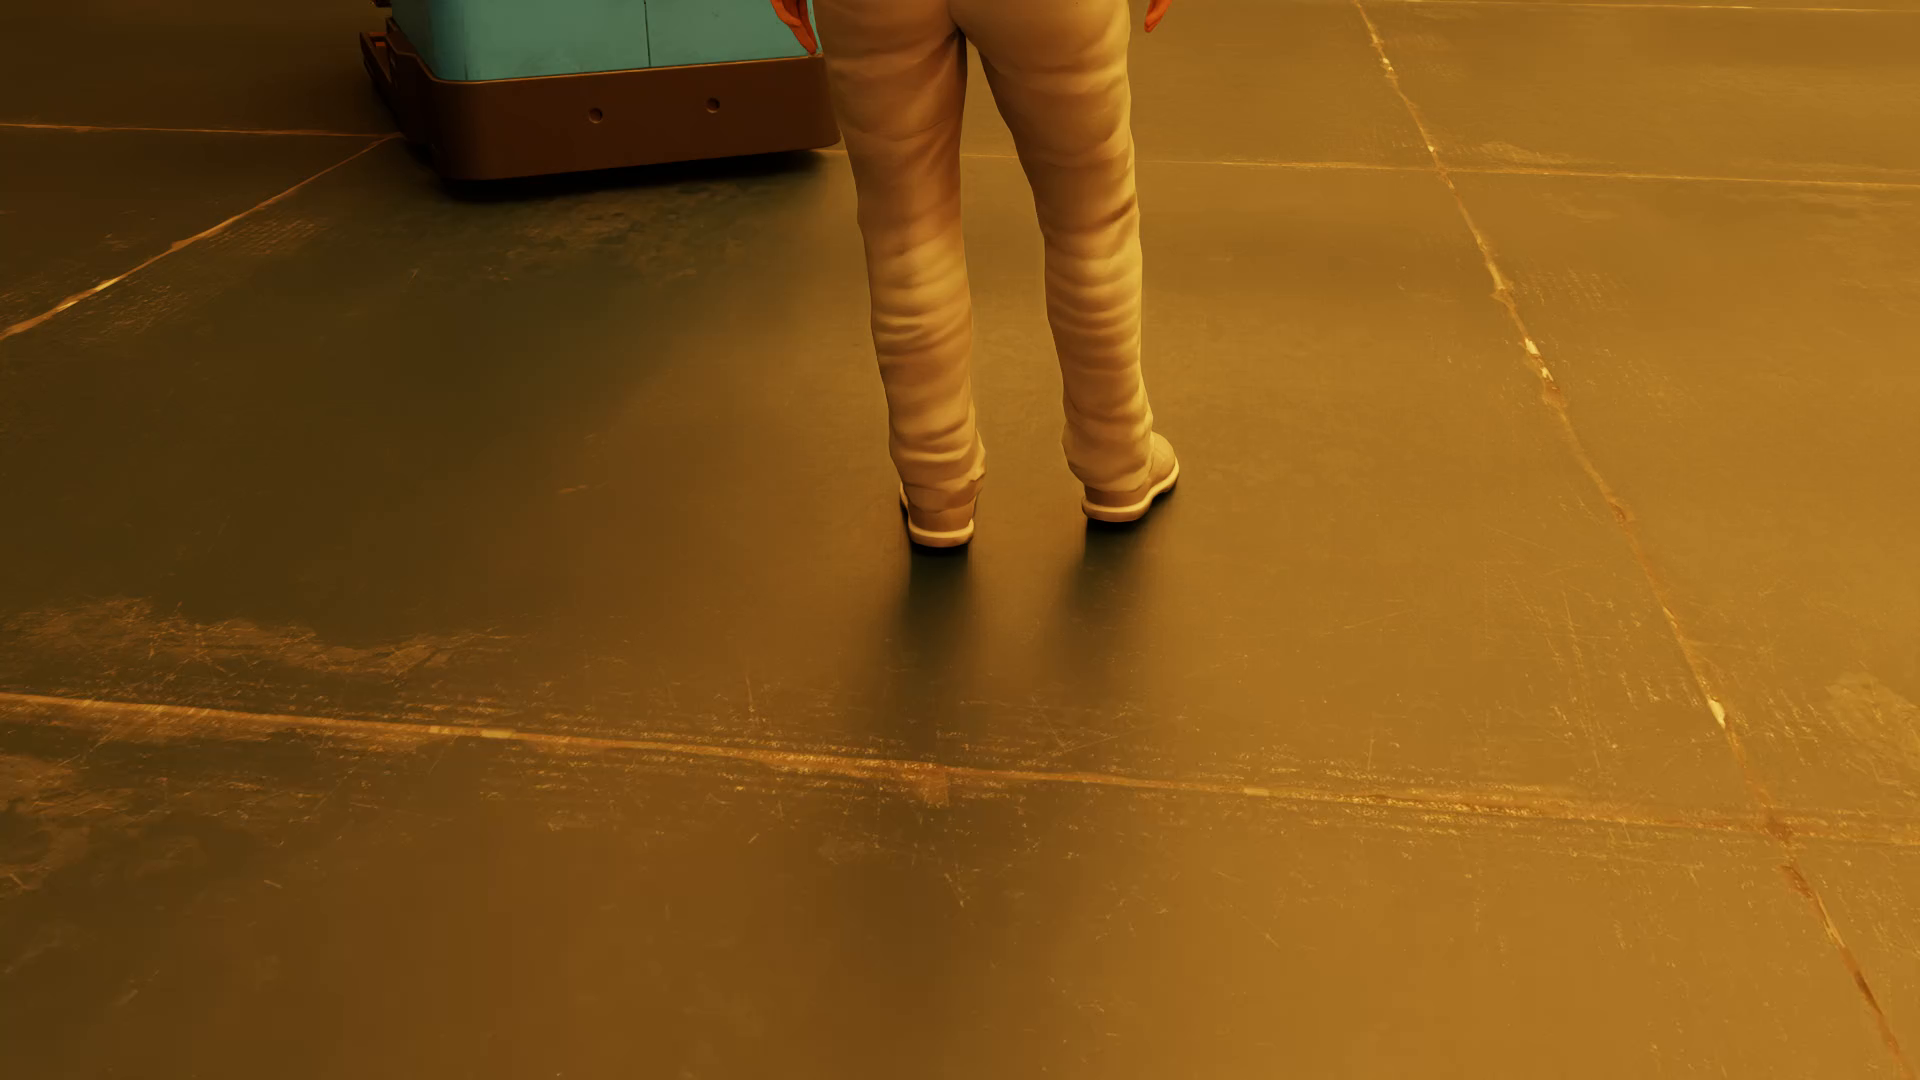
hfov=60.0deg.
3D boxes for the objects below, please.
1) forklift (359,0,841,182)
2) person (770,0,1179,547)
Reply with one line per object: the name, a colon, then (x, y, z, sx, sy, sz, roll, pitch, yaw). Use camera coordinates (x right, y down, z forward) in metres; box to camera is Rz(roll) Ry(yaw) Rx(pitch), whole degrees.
forklift: (-1.366, -2.836, 4.902, 1.130, 2.935, 3.031, -11, 28, -21)
person: (0.032, -0.796, 2.181, 0.599, 1.641, 0.523, 3, 27, 7)
